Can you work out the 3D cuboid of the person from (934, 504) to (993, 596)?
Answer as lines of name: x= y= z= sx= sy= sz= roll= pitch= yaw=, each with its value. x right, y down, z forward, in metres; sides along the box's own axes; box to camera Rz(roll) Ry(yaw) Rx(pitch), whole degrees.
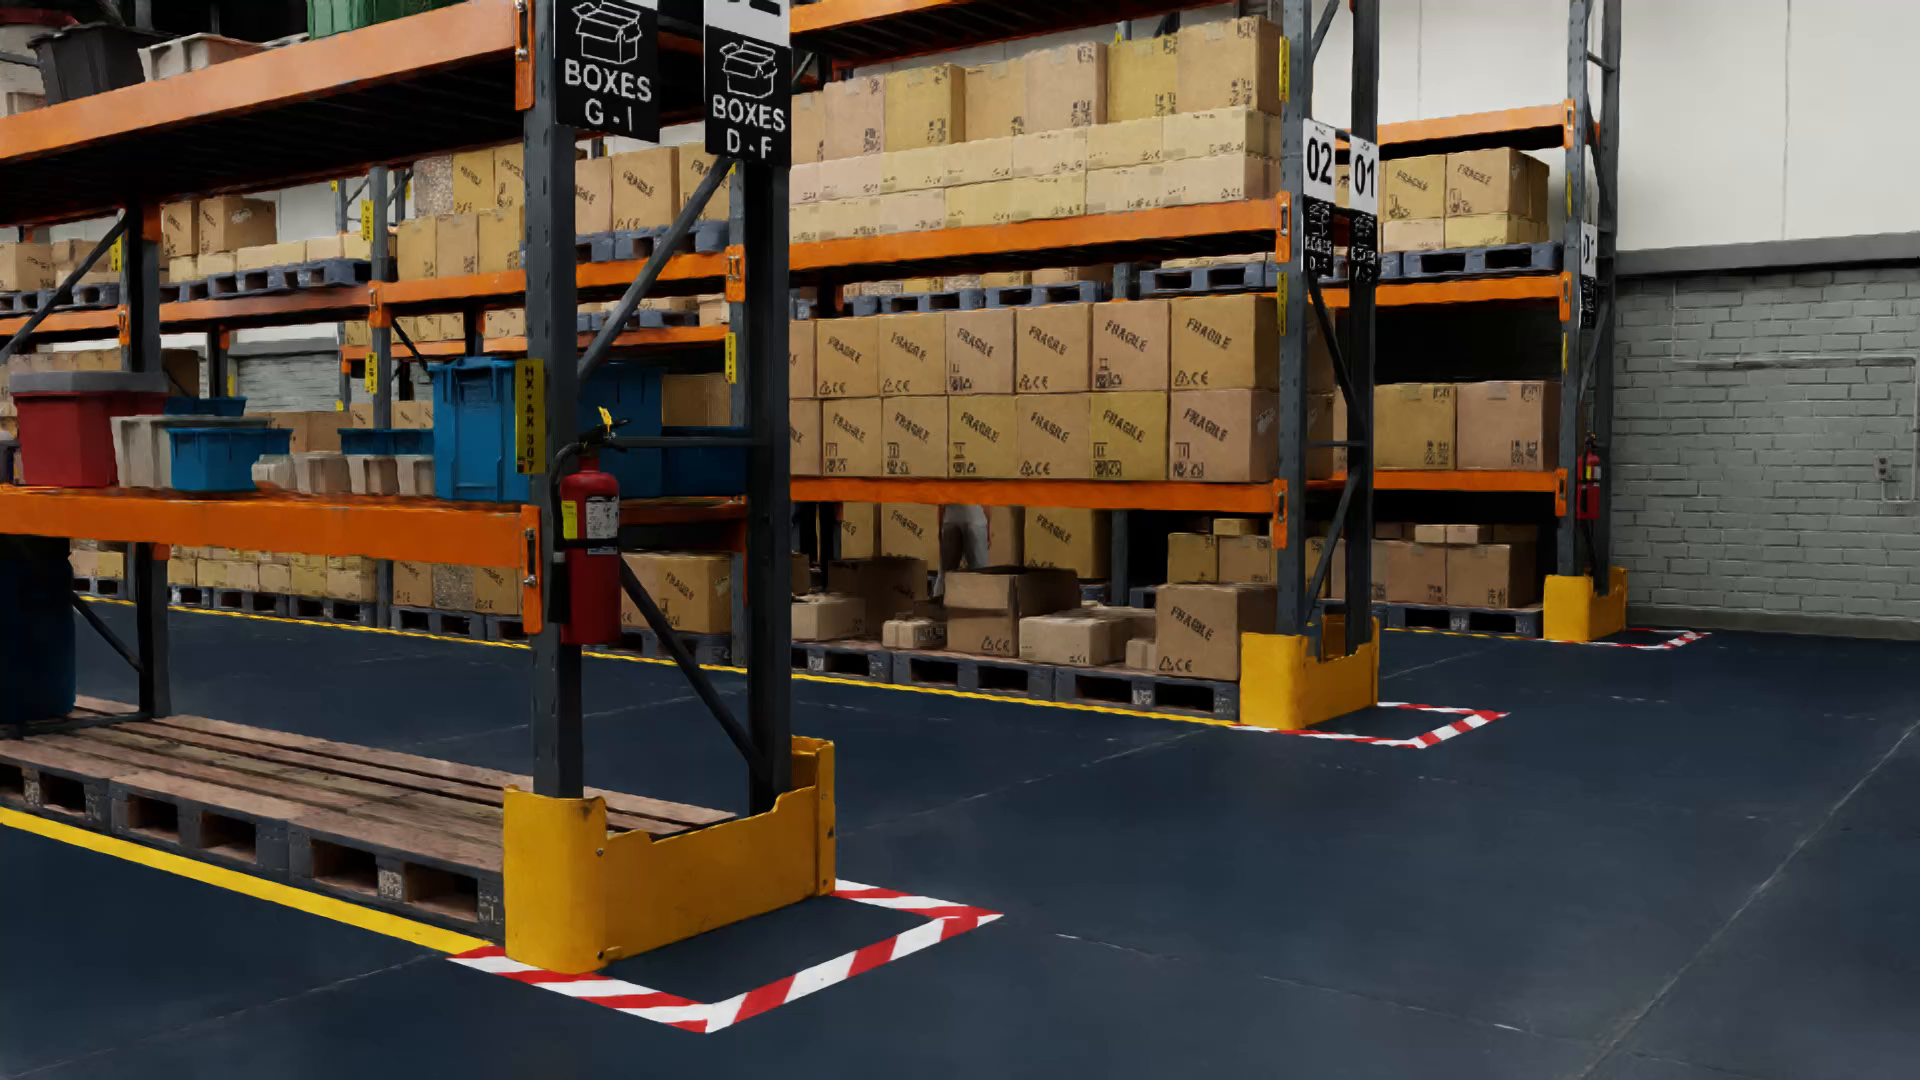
person: x=0.029 y=-0.073 z=12.699 sx=0.478 sy=1.669 sz=0.370 roll=2 pitch=4 yaw=30
